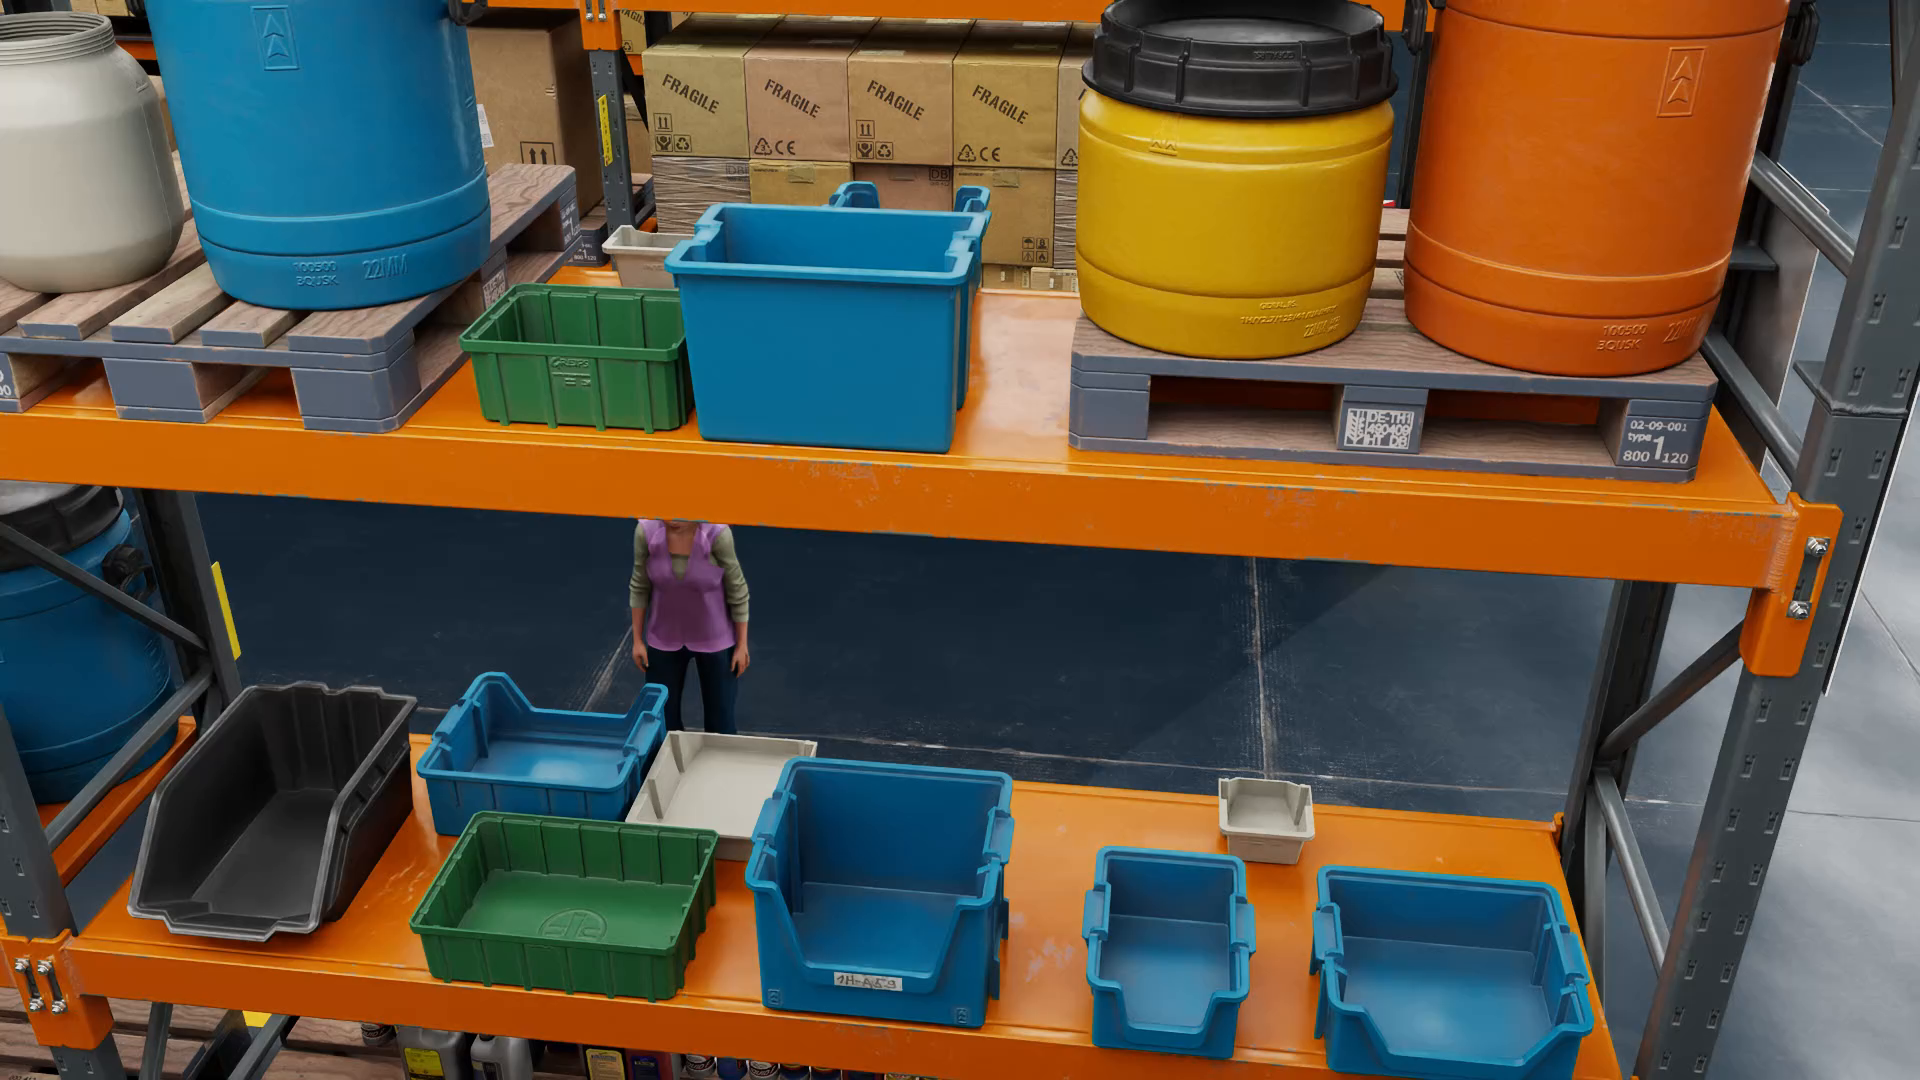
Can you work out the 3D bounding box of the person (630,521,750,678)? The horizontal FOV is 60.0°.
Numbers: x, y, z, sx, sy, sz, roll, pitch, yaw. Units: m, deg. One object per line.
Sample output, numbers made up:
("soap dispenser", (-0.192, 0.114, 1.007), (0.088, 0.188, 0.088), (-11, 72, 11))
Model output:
("person", (-1.037, 0.412, 6.387), (0.474, 1.592, 0.329), (2, 29, 4))
